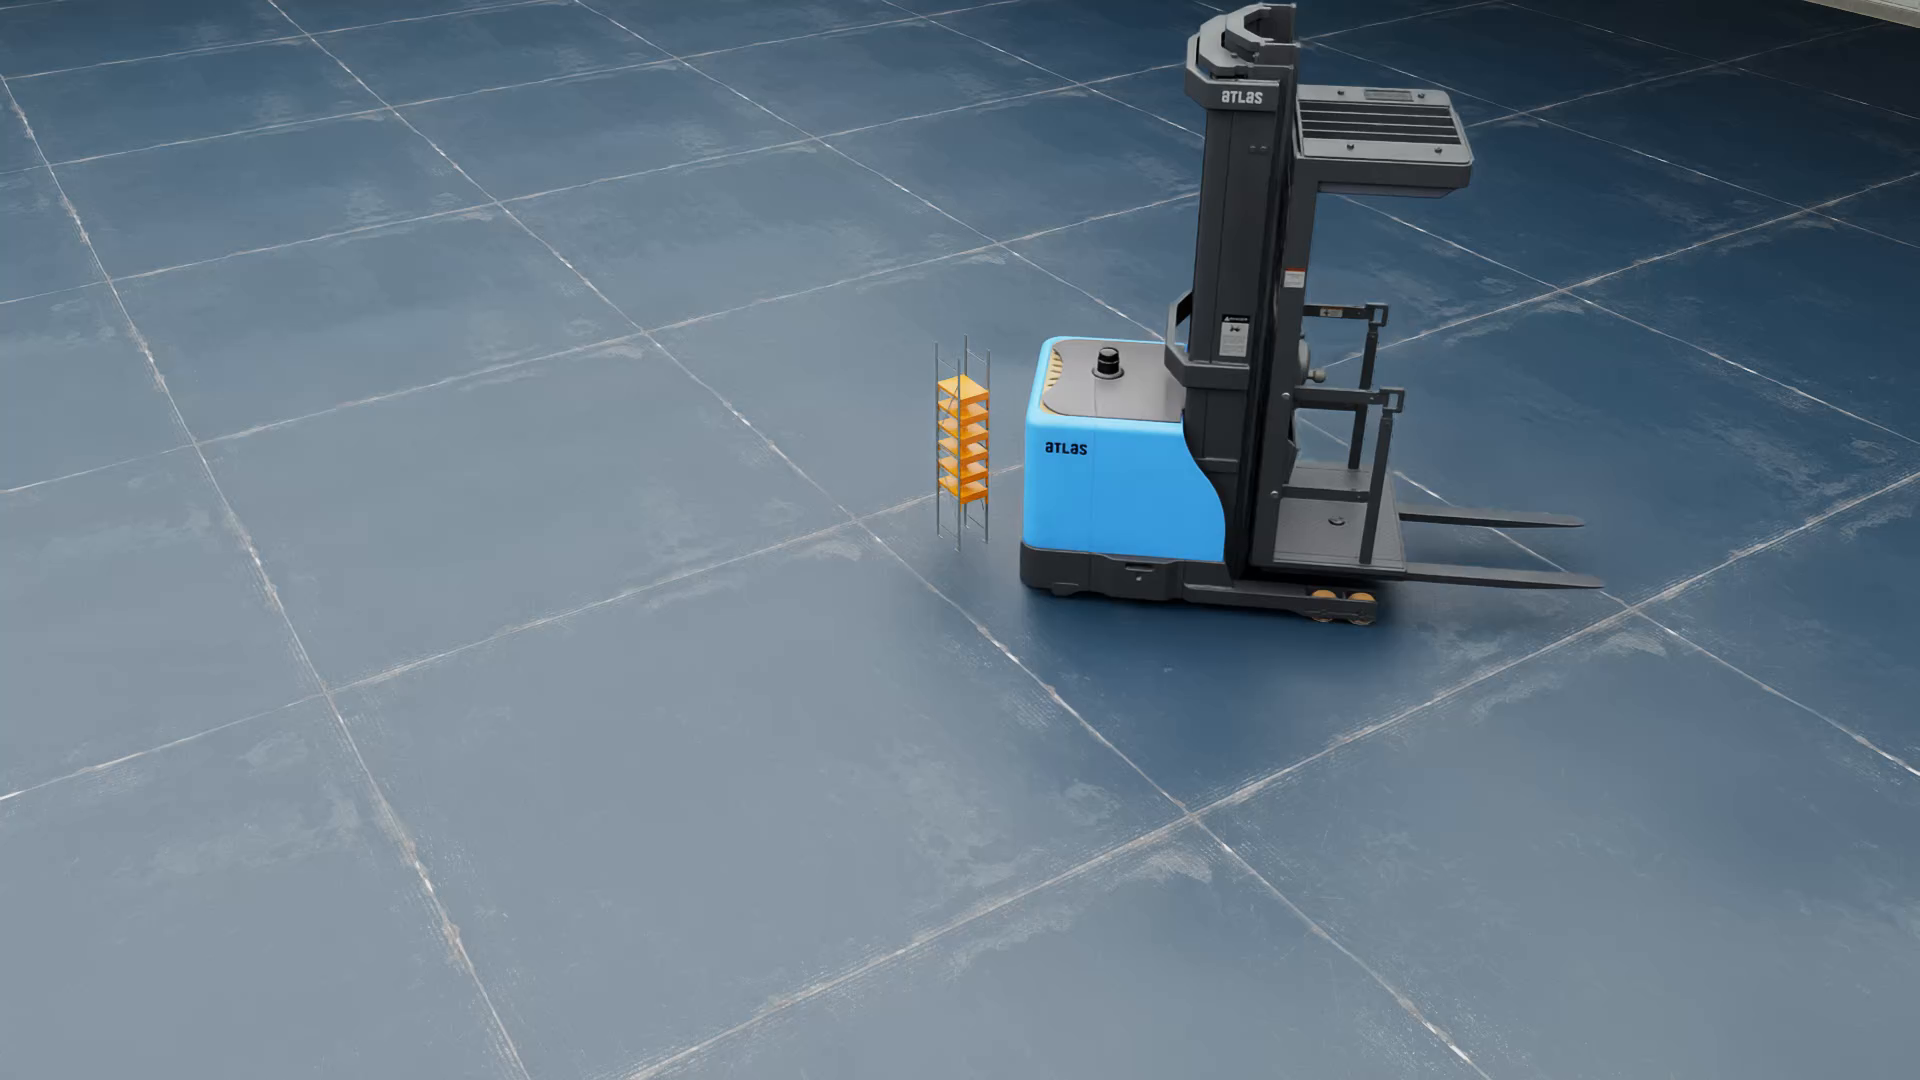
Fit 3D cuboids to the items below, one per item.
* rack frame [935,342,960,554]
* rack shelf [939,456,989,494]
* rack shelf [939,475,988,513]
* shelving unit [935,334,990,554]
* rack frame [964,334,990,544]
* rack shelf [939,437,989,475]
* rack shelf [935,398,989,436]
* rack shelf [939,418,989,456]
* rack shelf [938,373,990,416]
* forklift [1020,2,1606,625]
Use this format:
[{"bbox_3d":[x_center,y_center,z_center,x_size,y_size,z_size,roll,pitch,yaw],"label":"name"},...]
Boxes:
[{"bbox_3d":[-0.065,-0.485,9.016,0.006,1.200,0.240,-19,37,-27],"label":"rack frame"},{"bbox_3d":[0.012,-0.373,9.146,0.180,0.103,0.258,-19,37,-27],"label":"rack shelf"},{"bbox_3d":[0.012,-0.271,9.210,0.180,0.103,0.258,-19,37,-27],"label":"rack shelf"},{"bbox_3d":[0.012,-0.512,9.058,0.189,1.200,0.258,-19,37,-27],"label":"shelving unit"},{"bbox_3d":[0.089,-0.538,9.100,0.006,1.200,0.240,-19,37,-27],"label":"rack frame"},{"bbox_3d":[0.012,-0.474,9.082,0.180,0.103,0.258,-19,37,-27],"label":"rack shelf"},{"bbox_3d":[0.012,-0.677,8.954,0.180,0.103,0.258,-19,37,-27],"label":"rack shelf"},{"bbox_3d":[0.012,-0.576,9.018,0.180,0.103,0.258,-19,37,-27],"label":"rack shelf"},{"bbox_3d":[0.012,-0.779,8.890,0.180,0.103,0.258,-19,37,-27],"label":"rack shelf"},{"bbox_3d":[1.879,-1.100,8.369,3.031,2.935,1.130,4,32,7],"label":"forklift"}]
